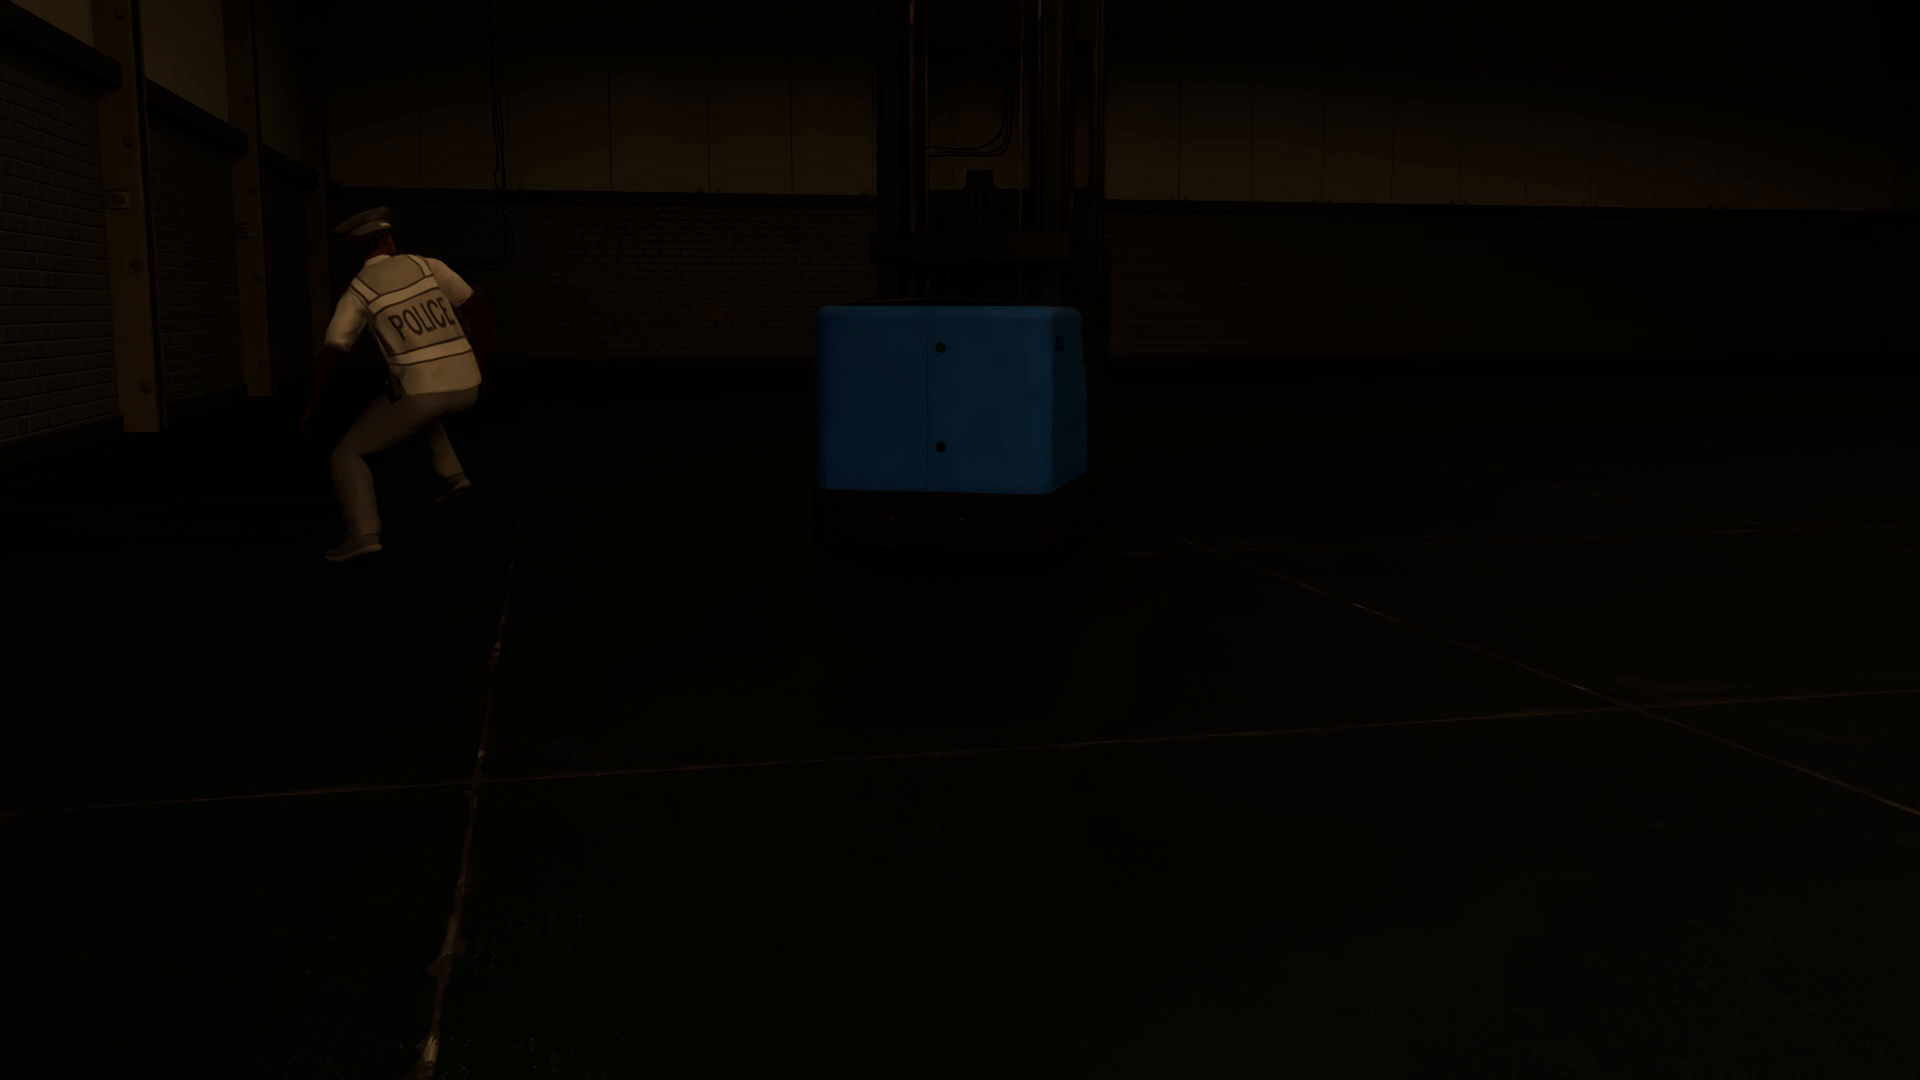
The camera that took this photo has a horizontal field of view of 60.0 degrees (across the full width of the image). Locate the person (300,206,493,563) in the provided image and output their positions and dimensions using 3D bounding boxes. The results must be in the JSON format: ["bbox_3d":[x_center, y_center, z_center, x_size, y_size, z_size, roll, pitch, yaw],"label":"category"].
[{"bbox_3d":[-2.333,-0.660,6.954,0.626,1.445,0.744,6,10,38],"label":"person"}]

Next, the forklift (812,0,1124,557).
[{"bbox_3d":[0.199,-1.544,8.165,1.130,2.935,3.031,2,8,13],"label":"forklift"}]
